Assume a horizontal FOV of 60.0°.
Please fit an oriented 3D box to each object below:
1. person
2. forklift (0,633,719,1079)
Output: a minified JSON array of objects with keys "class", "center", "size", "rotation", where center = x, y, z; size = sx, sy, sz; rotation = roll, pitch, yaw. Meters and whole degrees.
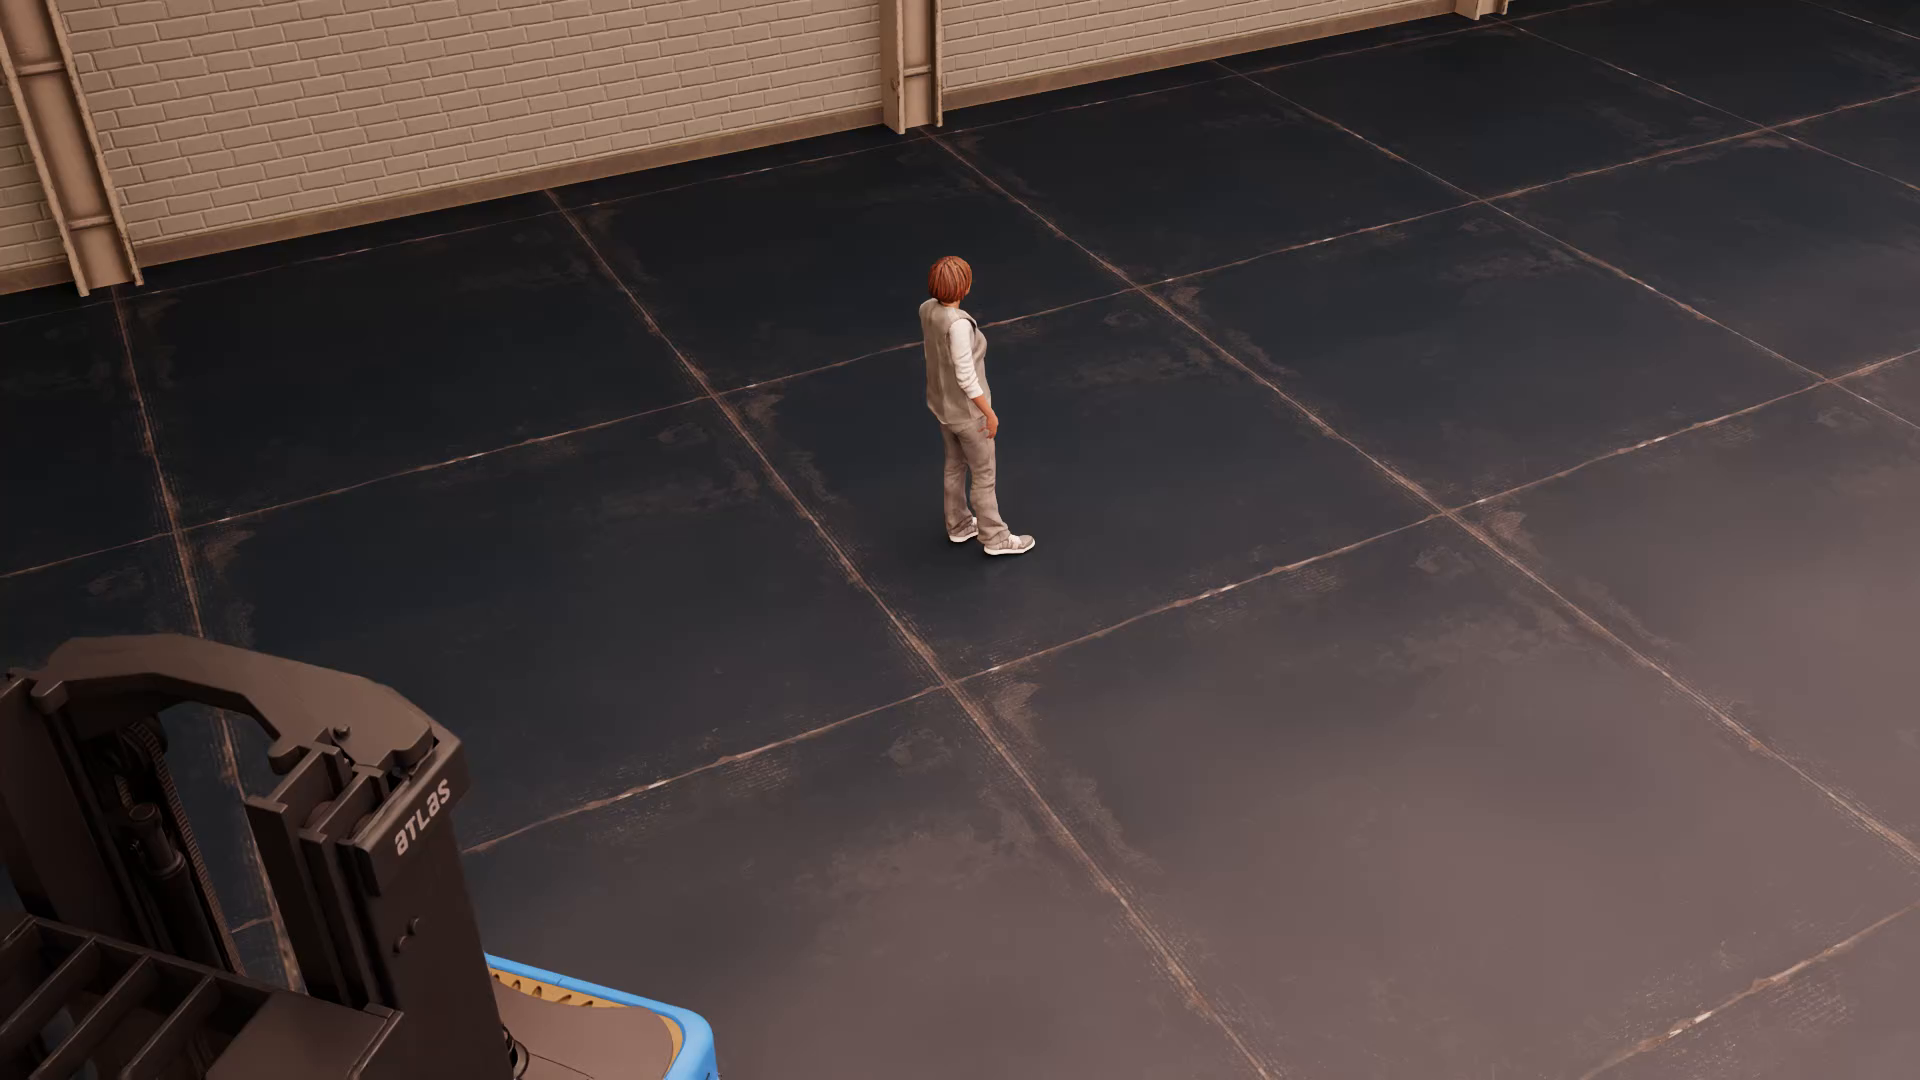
[{"class":"person","center":[0.073,-0.671,8.215],"size":[0.473,1.599,0.520],"rotation":[-17,39,-23]},{"class":"forklift","center":[-1.647,1.789,3.592],"size":[1.130,2.935,3.031],"rotation":[11,37,15]}]
